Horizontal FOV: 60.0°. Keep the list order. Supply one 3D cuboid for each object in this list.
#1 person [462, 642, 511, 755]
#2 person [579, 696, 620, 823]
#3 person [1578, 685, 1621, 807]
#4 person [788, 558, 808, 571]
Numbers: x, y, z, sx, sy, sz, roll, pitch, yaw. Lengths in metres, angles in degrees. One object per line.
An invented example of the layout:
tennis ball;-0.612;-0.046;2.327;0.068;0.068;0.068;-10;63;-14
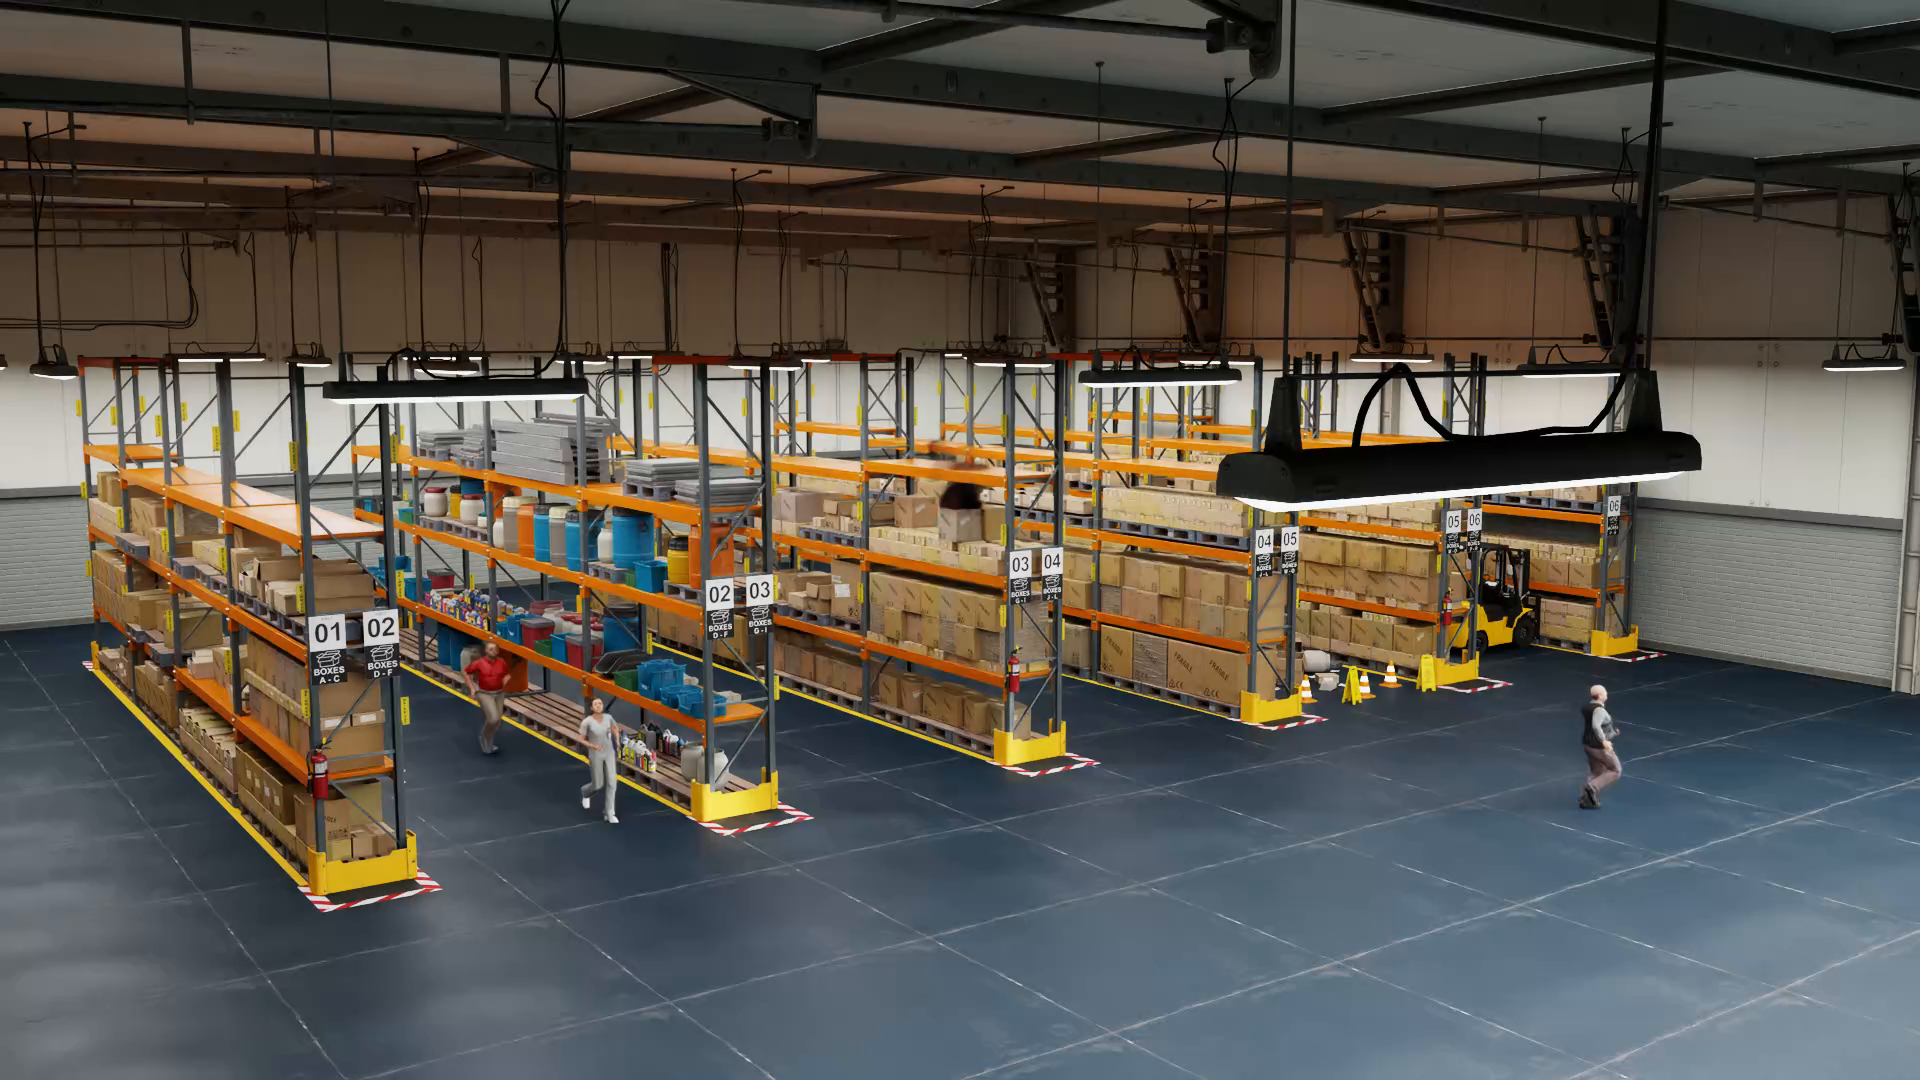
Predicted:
person;-7.125;2.415;25.351;0.653;1.718;0.652;6;9;41
person;-4.712;2.873;21.964;0.583;1.609;0.856;-4;8;-31
person;8.650;2.784;22.410;0.575;1.678;0.644;-1;7;-7
person;-4.155;0.363;42.206;0.875;1.717;0.708;1;7;10
